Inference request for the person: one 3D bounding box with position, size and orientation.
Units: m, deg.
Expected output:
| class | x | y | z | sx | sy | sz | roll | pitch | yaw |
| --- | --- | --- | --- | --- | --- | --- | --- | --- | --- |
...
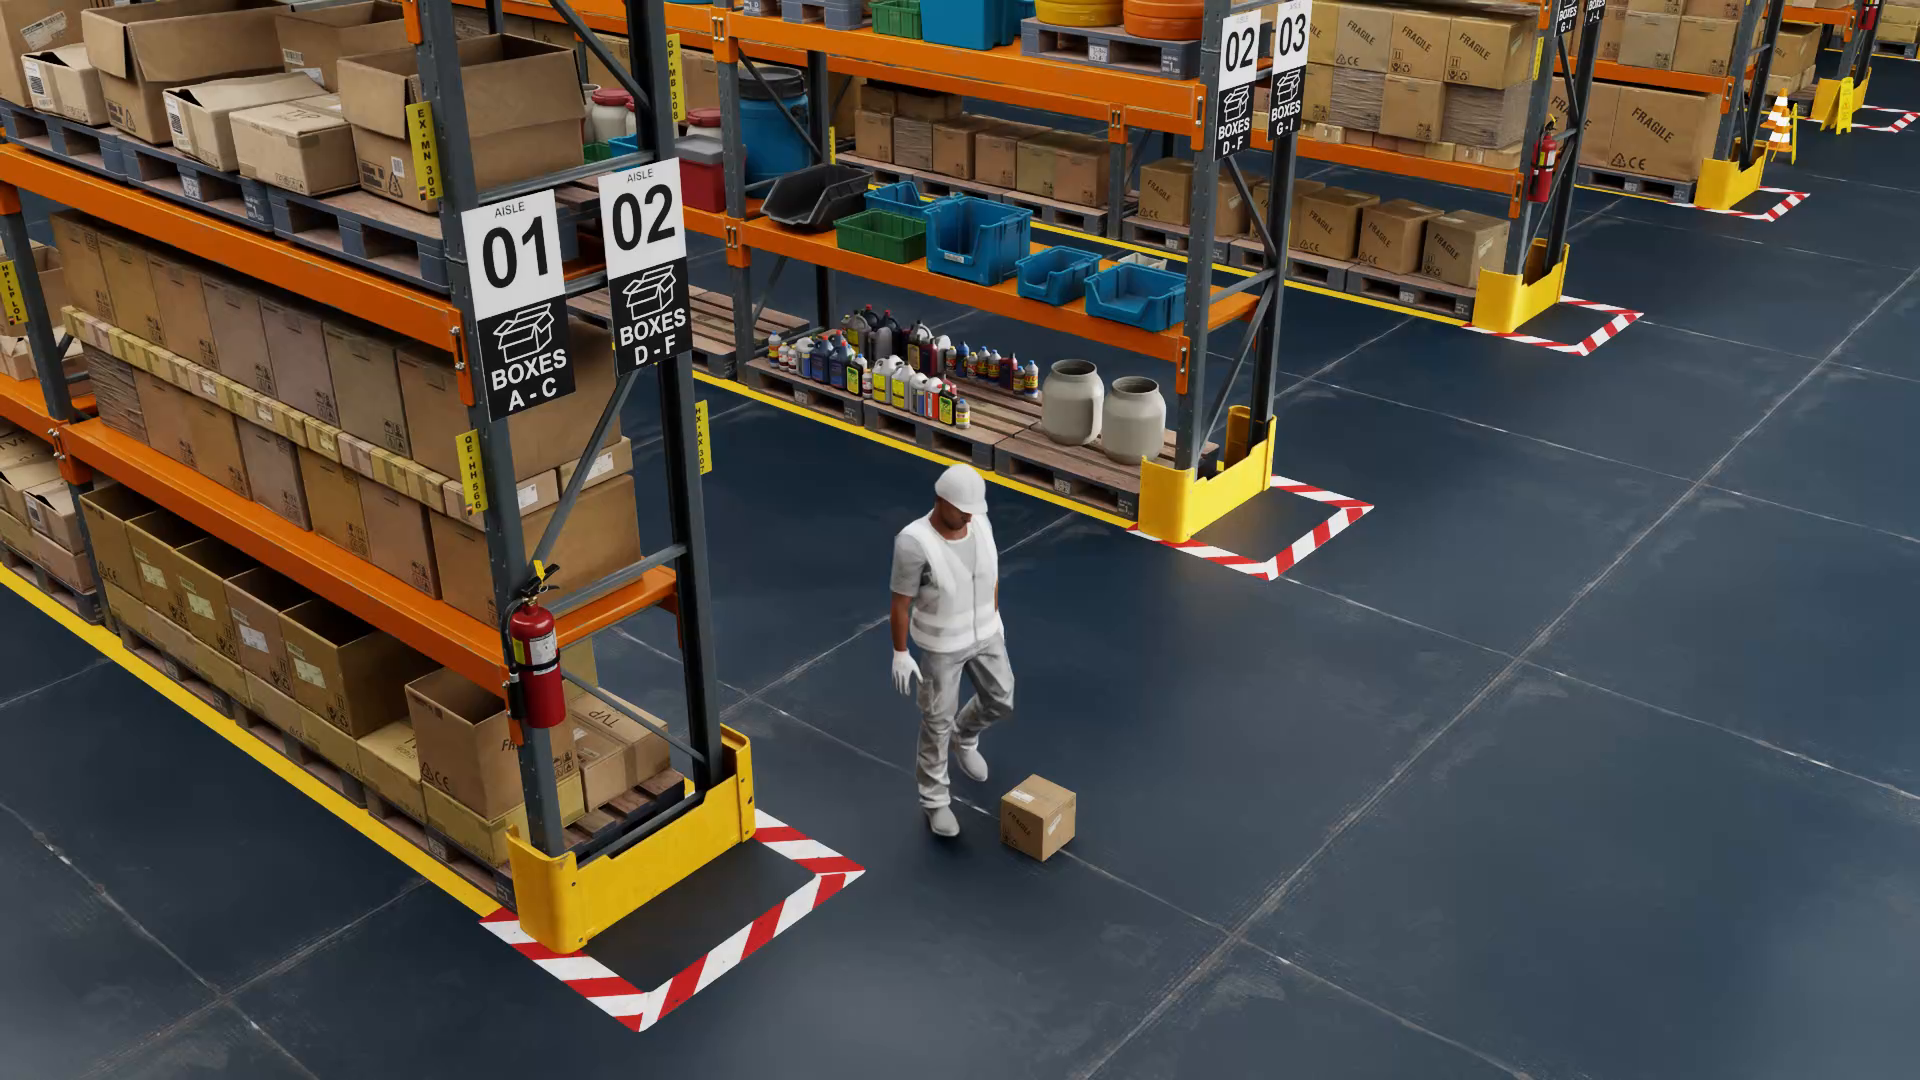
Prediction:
| class | x | y | z | sx | sy | sz | roll | pitch | yaw |
| --- | --- | --- | --- | --- | --- | --- | --- | --- | --- |
| person | -0.027 | 0.467 | 7.651 | 0.677 | 1.781 | 0.540 | -20 | 33 | -34 |
